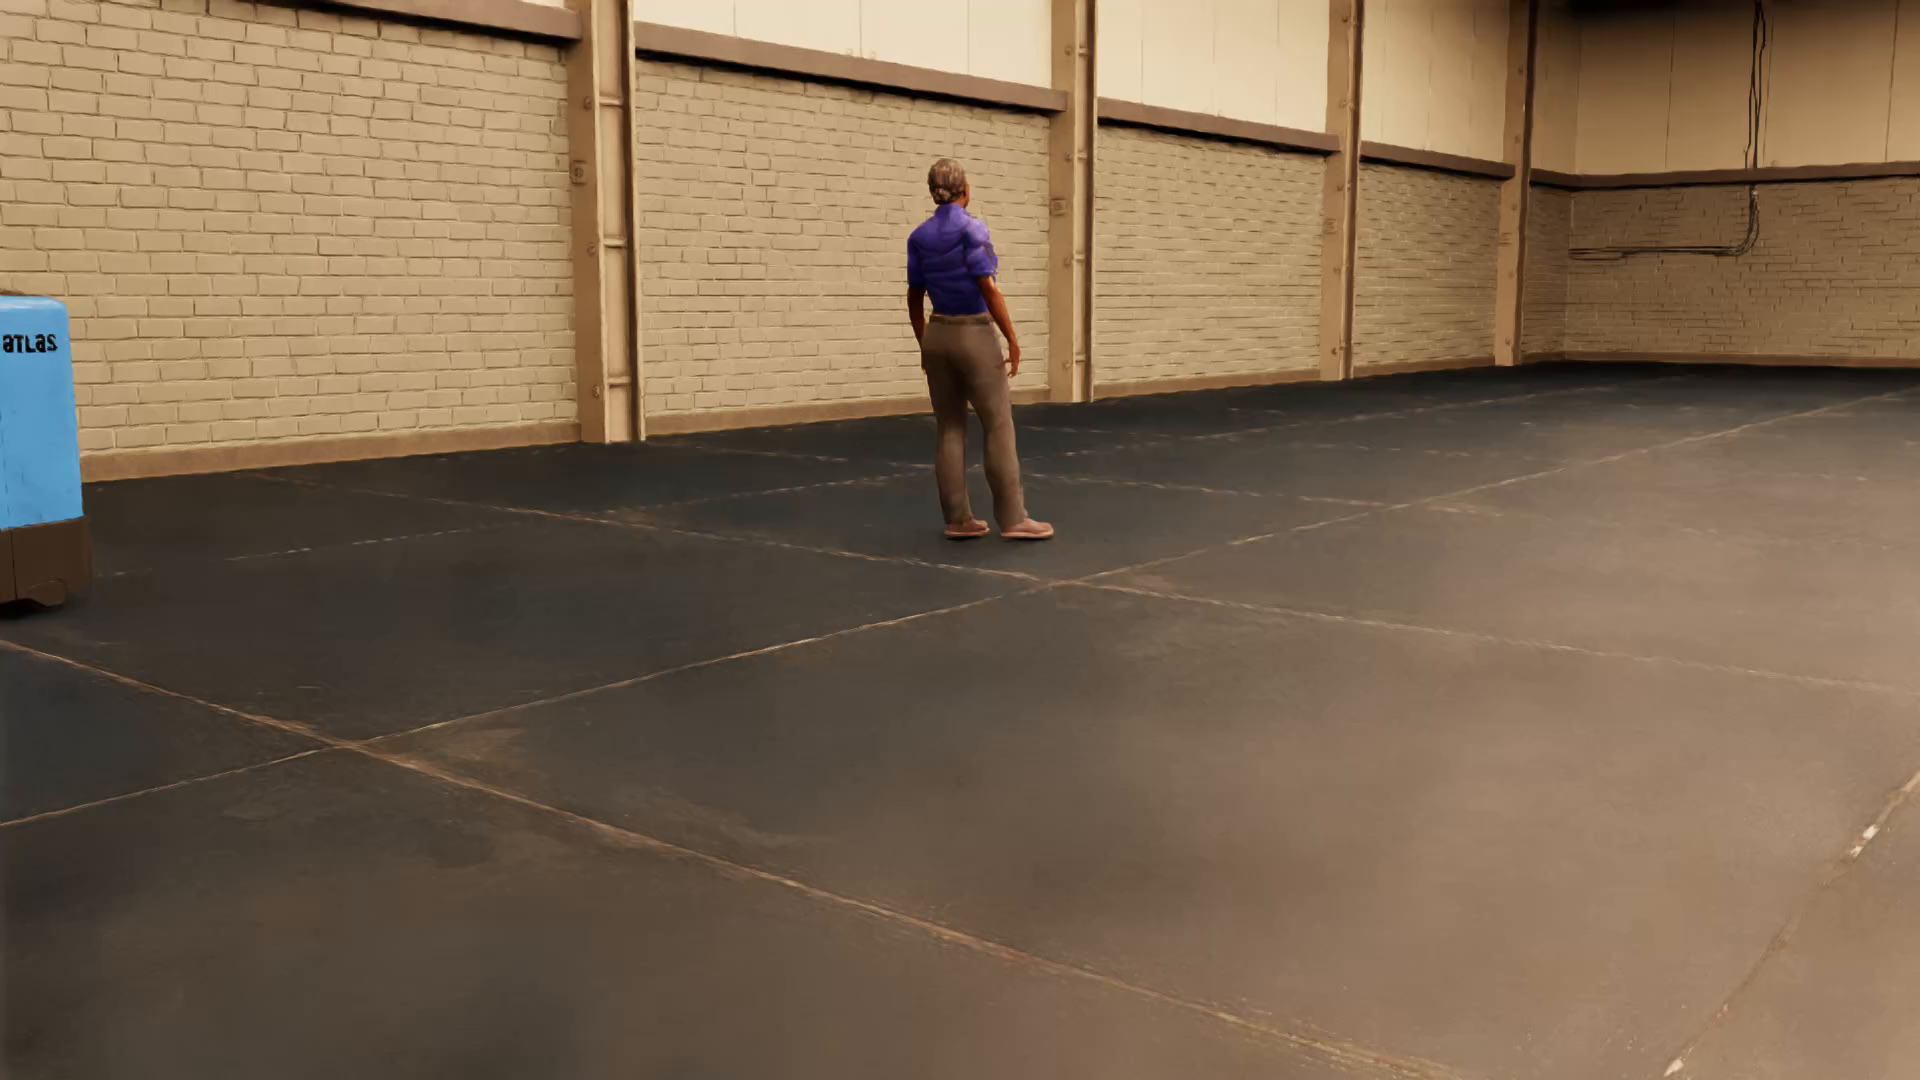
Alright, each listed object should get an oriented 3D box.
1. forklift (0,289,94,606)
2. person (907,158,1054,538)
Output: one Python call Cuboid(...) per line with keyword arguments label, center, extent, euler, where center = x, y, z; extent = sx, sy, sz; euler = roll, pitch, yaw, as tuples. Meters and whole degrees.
Cuboid(label="forklift", center=(-4.008, -1.048, 4.442), extent=(1.130, 2.935, 3.031), euler=(3, 9, 19))
Cuboid(label="person", center=(0.070, -0.834, 7.340), extent=(0.570, 1.654, 0.503), euler=(7, 11, 38))
